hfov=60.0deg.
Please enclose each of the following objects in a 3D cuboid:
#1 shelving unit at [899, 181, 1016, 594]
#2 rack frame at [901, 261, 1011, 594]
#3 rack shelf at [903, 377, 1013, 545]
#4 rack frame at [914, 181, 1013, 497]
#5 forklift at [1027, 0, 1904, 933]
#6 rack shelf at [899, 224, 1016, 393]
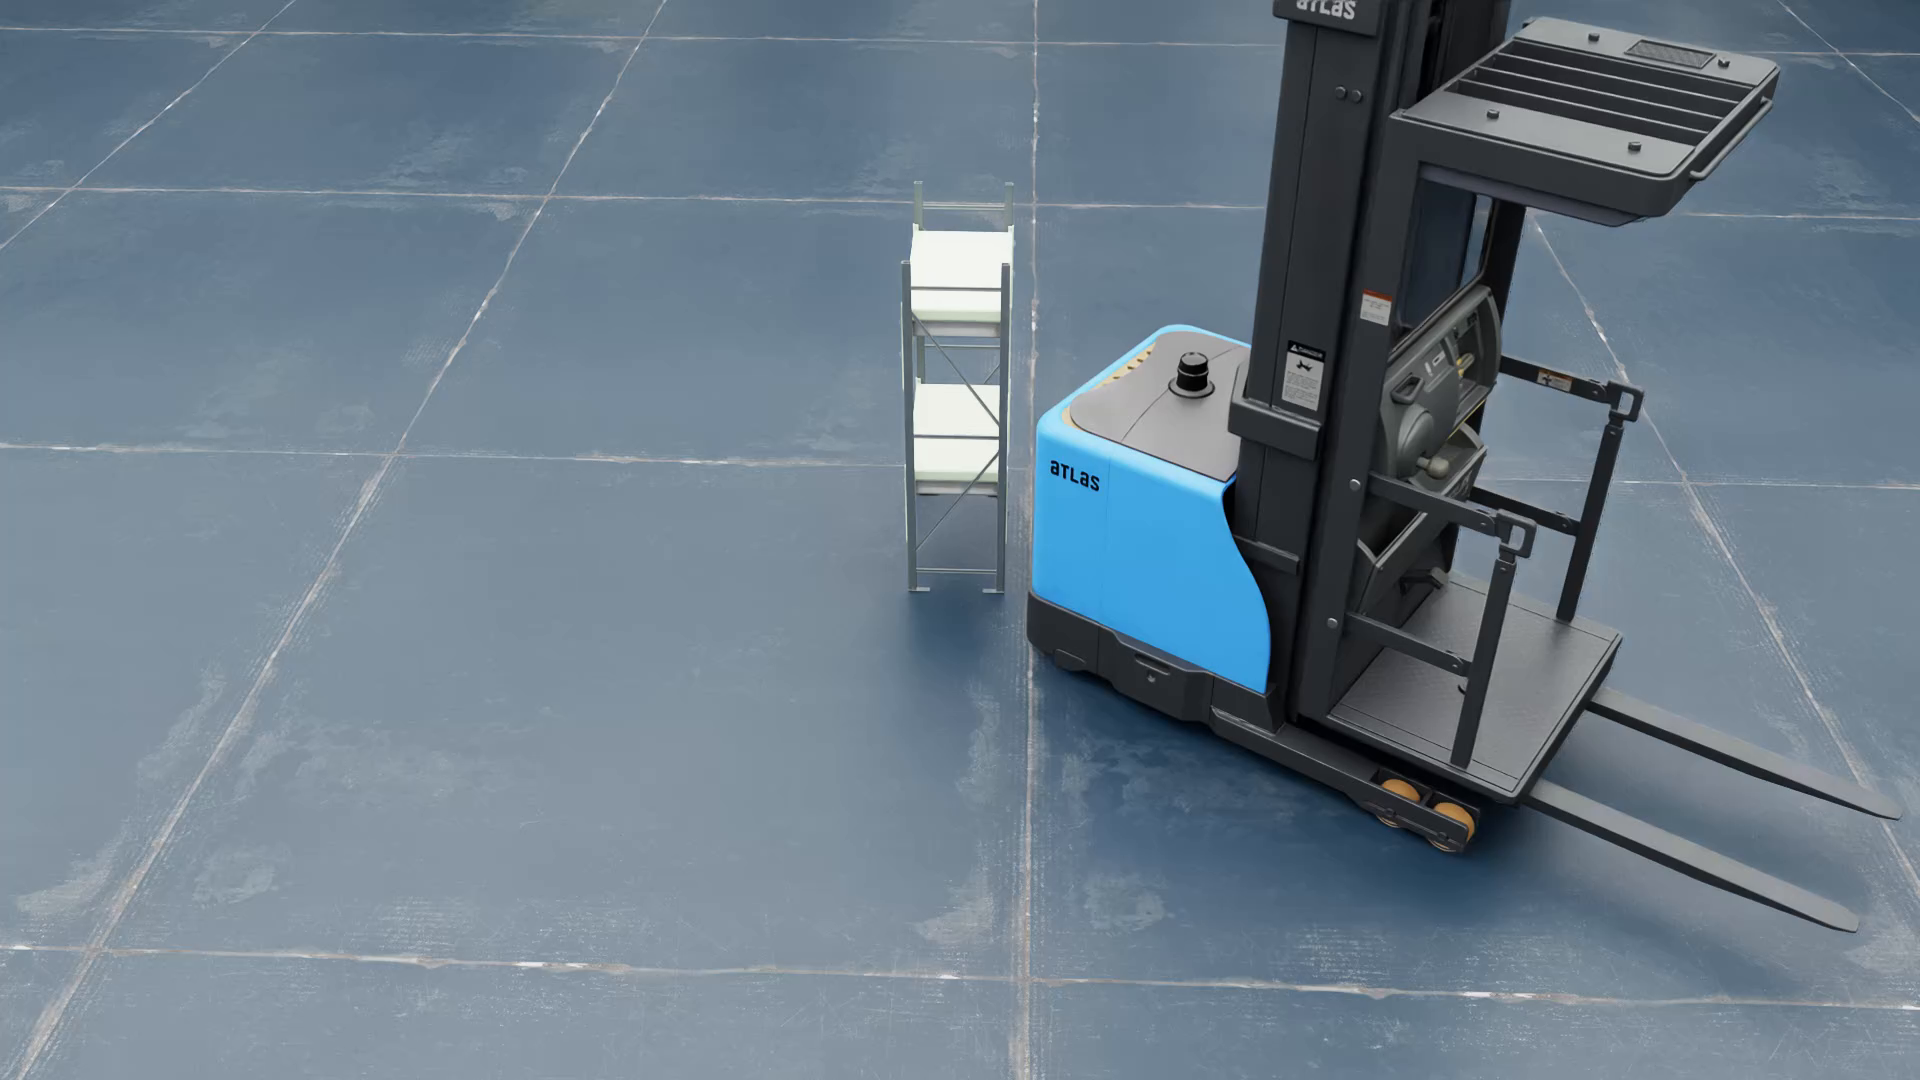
[{"bbox_3d":[0.000,-0.610,6.813,0.431,1.500,0.755,1,35,2],"label":"shelving unit"},{"bbox_3d":[-0.015,-0.399,6.514,0.400,1.500,0.023,1,35,2],"label":"rack frame"},{"bbox_3d":[0.000,-0.343,7.001,0.431,0.370,0.720,1,35,2],"label":"rack shelf"},{"bbox_3d":[0.014,-0.820,7.113,0.400,1.500,0.023,1,35,2],"label":"rack frame"},{"bbox_3d":[1.751,-0.476,5.378,3.031,2.935,1.130,23,41,29],"label":"forklift"},{"bbox_3d":[0.000,-0.929,6.589,0.431,0.370,0.720,1,35,2],"label":"rack shelf"}]
